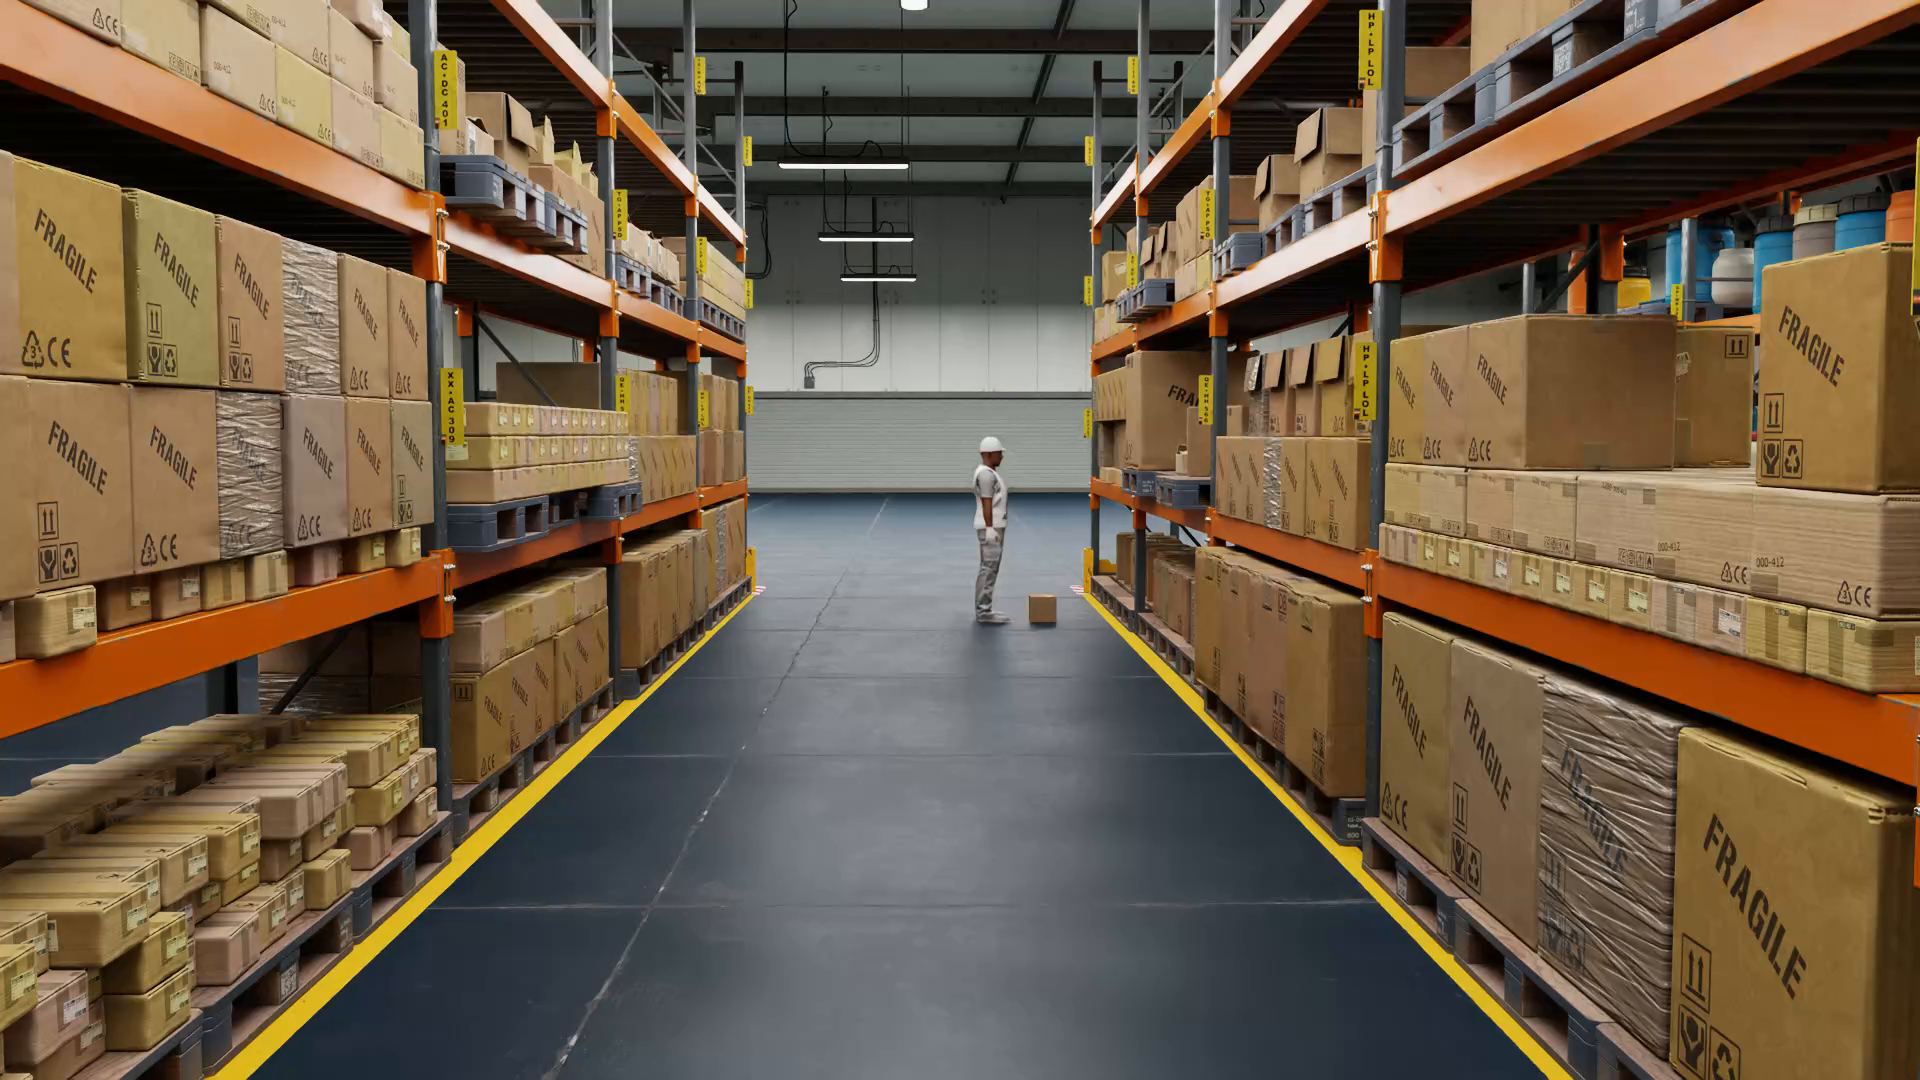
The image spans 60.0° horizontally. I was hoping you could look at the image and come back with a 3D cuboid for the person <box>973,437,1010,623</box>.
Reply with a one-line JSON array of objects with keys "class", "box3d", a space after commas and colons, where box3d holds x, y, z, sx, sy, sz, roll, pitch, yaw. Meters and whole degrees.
[{"class": "person", "box3d": [0.303, -0.102, 16.085, 0.358, 1.784, 0.545, 0, 4, 1]}]
